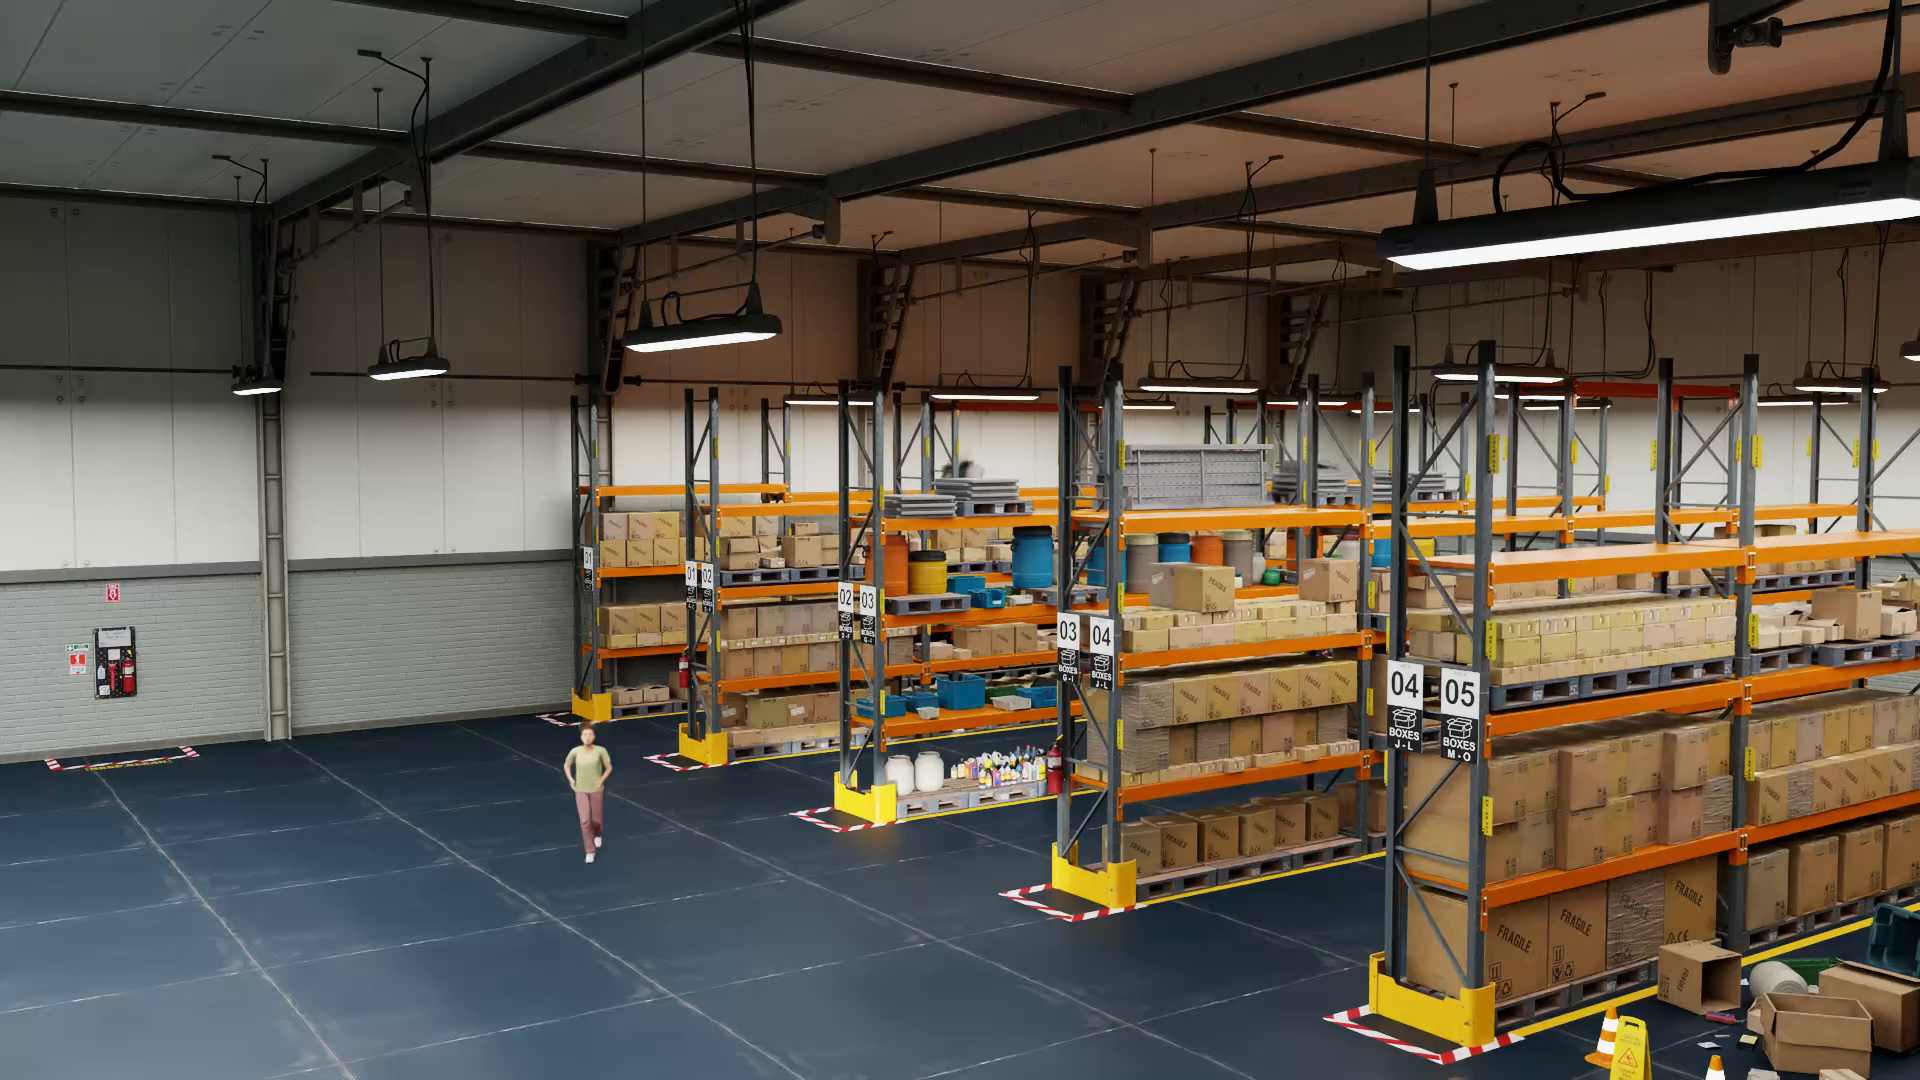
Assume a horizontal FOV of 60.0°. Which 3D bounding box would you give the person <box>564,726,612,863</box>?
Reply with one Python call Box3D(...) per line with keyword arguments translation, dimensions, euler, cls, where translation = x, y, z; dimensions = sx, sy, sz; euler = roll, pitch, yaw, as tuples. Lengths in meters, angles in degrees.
Box3D(translation=(-4.599, 3.111, 20.575), dimensions=(0.588, 1.644, 0.688), euler=(-1, 3, -10), cls="person")
